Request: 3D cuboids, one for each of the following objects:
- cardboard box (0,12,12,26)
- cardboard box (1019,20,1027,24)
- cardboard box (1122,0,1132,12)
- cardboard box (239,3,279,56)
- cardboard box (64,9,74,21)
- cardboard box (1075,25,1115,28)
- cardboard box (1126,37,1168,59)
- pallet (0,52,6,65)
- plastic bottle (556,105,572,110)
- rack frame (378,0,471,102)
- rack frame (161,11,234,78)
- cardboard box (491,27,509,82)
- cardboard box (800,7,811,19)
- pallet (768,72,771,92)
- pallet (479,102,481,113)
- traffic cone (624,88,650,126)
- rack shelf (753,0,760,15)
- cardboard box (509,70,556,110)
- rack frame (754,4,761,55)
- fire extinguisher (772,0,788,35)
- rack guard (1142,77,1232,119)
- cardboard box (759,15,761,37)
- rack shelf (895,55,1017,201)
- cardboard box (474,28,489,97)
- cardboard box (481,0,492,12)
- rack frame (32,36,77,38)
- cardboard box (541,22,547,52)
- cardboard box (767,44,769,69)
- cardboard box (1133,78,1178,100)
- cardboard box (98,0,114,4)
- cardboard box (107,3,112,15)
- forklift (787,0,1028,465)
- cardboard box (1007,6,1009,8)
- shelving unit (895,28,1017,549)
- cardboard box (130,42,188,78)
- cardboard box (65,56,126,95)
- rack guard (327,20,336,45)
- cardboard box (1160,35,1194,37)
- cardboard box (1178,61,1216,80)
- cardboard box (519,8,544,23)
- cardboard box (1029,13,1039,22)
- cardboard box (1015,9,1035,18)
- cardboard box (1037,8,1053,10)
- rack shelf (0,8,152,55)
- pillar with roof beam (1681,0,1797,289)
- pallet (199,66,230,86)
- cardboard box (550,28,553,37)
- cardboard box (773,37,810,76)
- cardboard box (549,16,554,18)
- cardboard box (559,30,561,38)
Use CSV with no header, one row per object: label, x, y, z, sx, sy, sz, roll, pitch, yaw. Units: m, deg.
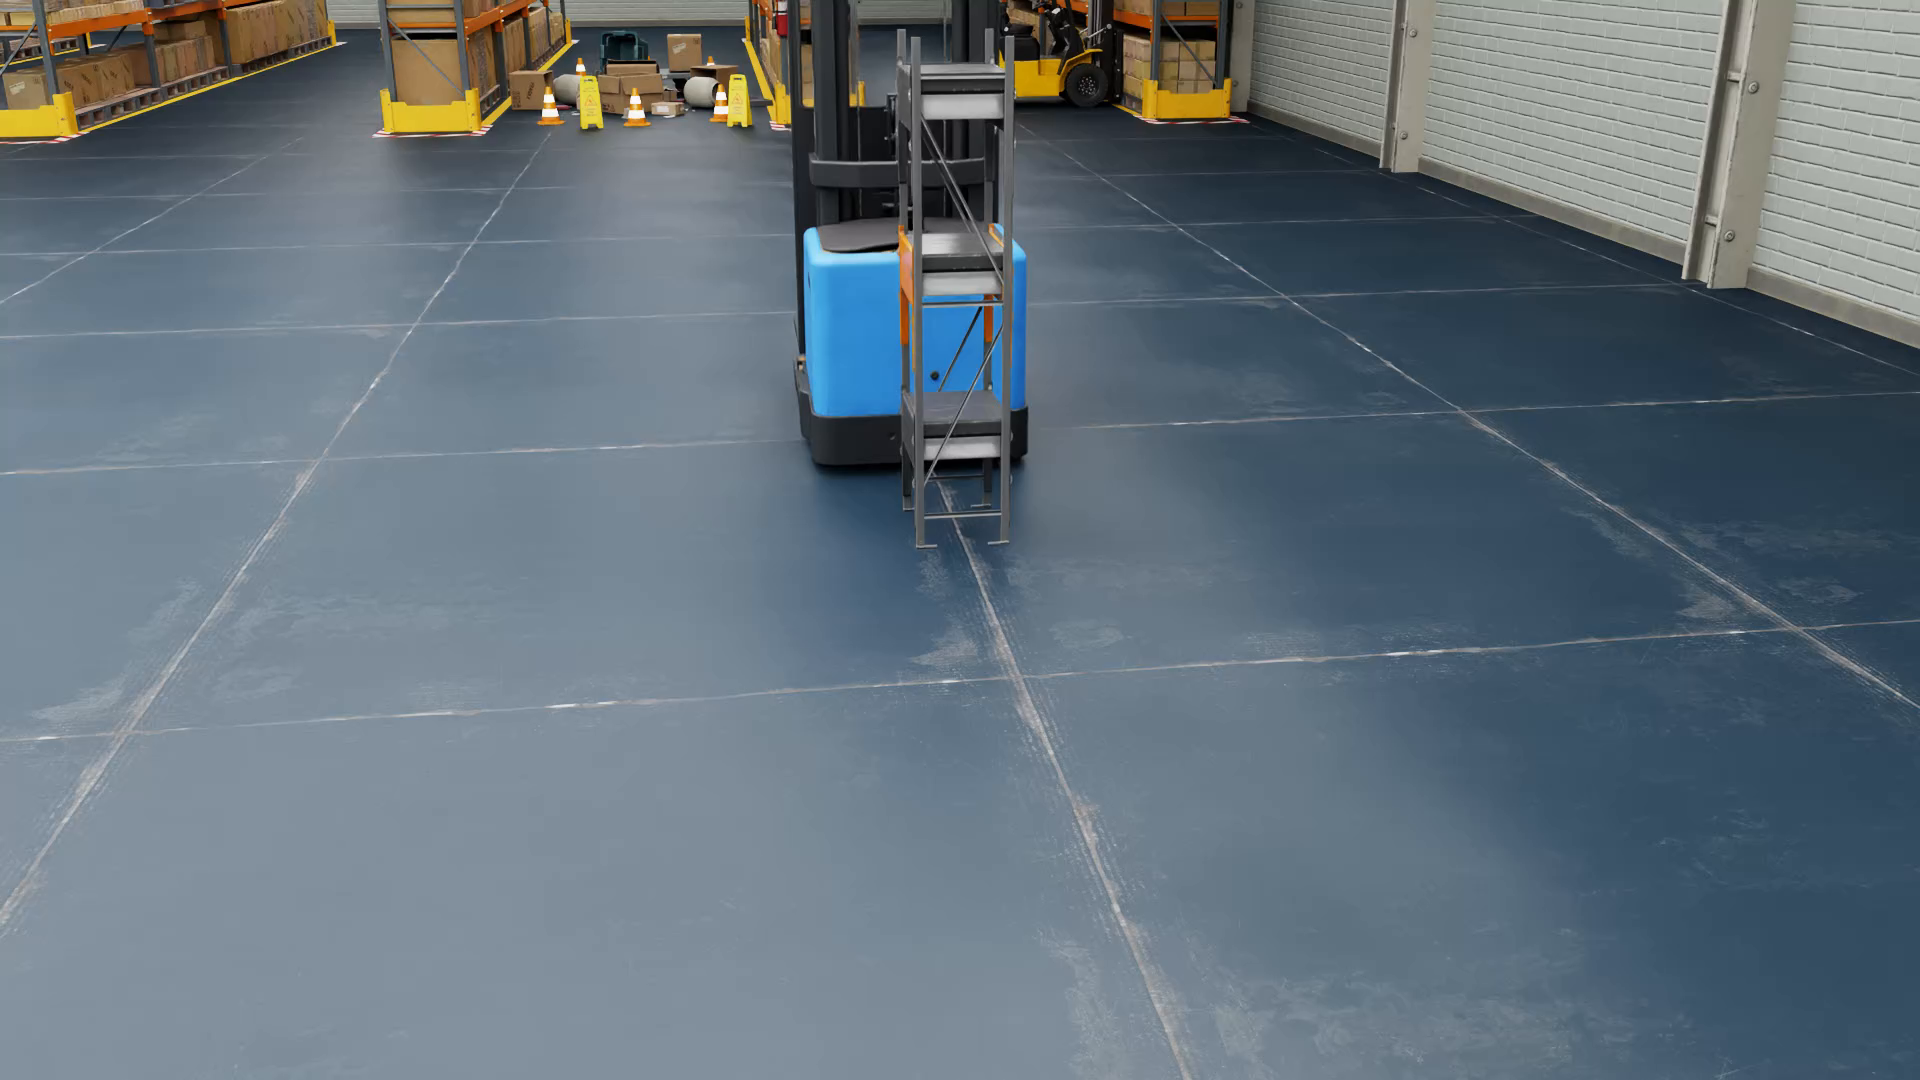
cardboard box,-11.889,-6.401,20.427,0.380,0.149,0.250,-3,21,-8
cardboard box,1.415,-9.647,31.730,0.500,0.500,0.500,-4,21,-10
cardboard box,2.604,-7.743,23.519,0.500,0.500,0.500,-3,21,-9
cardboard box,-13.131,-9.257,30.150,1.225,0.875,0.875,-4,21,-10
cardboard box,-11.543,-6.684,21.184,0.380,0.149,0.250,-3,21,-8
cardboard box,2.197,-8.361,28.108,0.875,0.625,0.625,-4,21,-10
cardboard box,2.620,-6.879,23.248,0.500,0.250,0.500,-3,21,-7
pallet,-18.204,-8.760,30.369,1.003,0.211,1.213,-3,21,-8
plastic bottle,-5.629,-6.102,23.468,0.283,0.061,0.133,-11,23,-26
rack frame,-6.720,-6.646,20.722,1.000,3.000,0.127,-3,21,-8
rack frame,-12.796,-9.200,27.562,1.000,3.000,0.127,-3,21,-8
cardboard box,-7.476,-7.384,25.314,1.050,0.750,0.750,-3,21,-8
cardboard box,-2.102,-6.931,21.846,0.380,0.149,0.250,-2,21,-6
pallet,-2.527,-7.278,26.402,1.003,0.211,1.213,-3,21,-8
pallet,-6.913,-5.612,21.941,1.003,0.211,1.213,-3,21,-8
traffic cone,-4.225,-5.652,21.688,0.336,0.463,0.334,-3,21,-8
rack shelf,-3.278,-10.056,30.880,1.077,0.370,4.000,-3,21,-8
cardboard box,-6.058,-6.375,23.567,0.500,0.500,0.500,1,20,2
rack frame,-3.566,-11.085,32.609,1.000,3.000,0.127,-3,21,-8
fire extinguisher,-2.276,-6.831,21.330,0.296,0.674,0.183,-3,21,-8
rack guard,3.078,-6.003,22.573,1.175,0.500,0.348,-3,21,-8
cardboard box,-3.680,-10.614,34.410,0.875,0.438,0.875,-4,21,-9
rack shelf,-0.024,-1.684,6.762,0.431,0.518,0.480,-3,21,-8
cardboard box,-7.142,-6.699,23.301,0.875,0.875,0.875,-3,21,-7
cardboard box,-7.130,-7.784,23.557,0.875,0.550,0.550,-3,21,-8
rack frame,-18.851,-11.720,34.310,1.000,3.000,0.127,-3,21,-8
cardboard box,-8.021,-9.405,31.083,0.500,0.500,0.500,-3,21,-9
cardboard box,-2.700,-7.952,27.375,0.950,0.372,0.625,-2,21,-6
cardboard box,2.694,-6.237,22.959,0.500,0.250,0.500,-3,21,-7
cardboard box,-12.007,-7.500,22.441,0.875,0.500,0.500,-3,21,-8
cardboard box,-11.767,-7.203,22.573,0.380,0.149,0.250,-3,21,-8
forklift,-0.371,-2.208,8.938,1.130,2.935,3.031,-3,21,-7
cardboard box,0.763,-11.532,36.774,0.797,0.503,0.637,-4,21,-10
shelving unit,-0.024,-1.041,7.002,0.431,2.100,0.503,-3,21,-8
cardboard box,-12.418,-7.424,25.750,0.700,0.500,0.500,-5,21,-12
cardboard box,-12.112,-6.503,23.312,0.500,0.500,0.500,4,21,9
rack guard,-13.953,-10.808,35.438,1.175,0.500,0.348,-3,21,-8
cardboard box,3.056,-7.081,23.790,0.500,0.250,0.500,-3,21,-8
cardboard box,3.212,-6.498,22.942,0.500,0.250,0.500,-3,21,-7
cardboard box,-8.032,-9.754,30.945,0.500,0.250,0.500,-2,21,-5
cardboard box,1.506,-9.806,31.229,0.380,0.149,0.250,-3,21,-9
cardboard box,1.298,-10.348,32.682,0.380,0.149,0.250,-4,21,-11
cardboard box,1.726,-10.463,32.987,0.380,0.149,0.250,-3,21,-8
rack shelf,-11.931,-6.786,22.126,1.077,0.370,4.000,-3,21,-8
pillar with roof beam,1.336,-5.907,10.170,9.100,9.000,0.400,-3,21,-8
pallet,-12.685,-7.623,27.326,1.003,0.211,1.213,-3,21,-8
cardboard box,-8.186,-9.943,32.599,0.380,0.149,0.250,-2,21,-5
cardboard box,-2.355,-6.810,23.421,0.500,0.500,0.500,-3,21,-9
cardboard box,-8.495,-10.612,33.967,0.380,0.149,0.250,-3,21,-7
cardboard box,-8.507,-10.525,34.584,0.380,0.149,0.250,-4,21,-10
